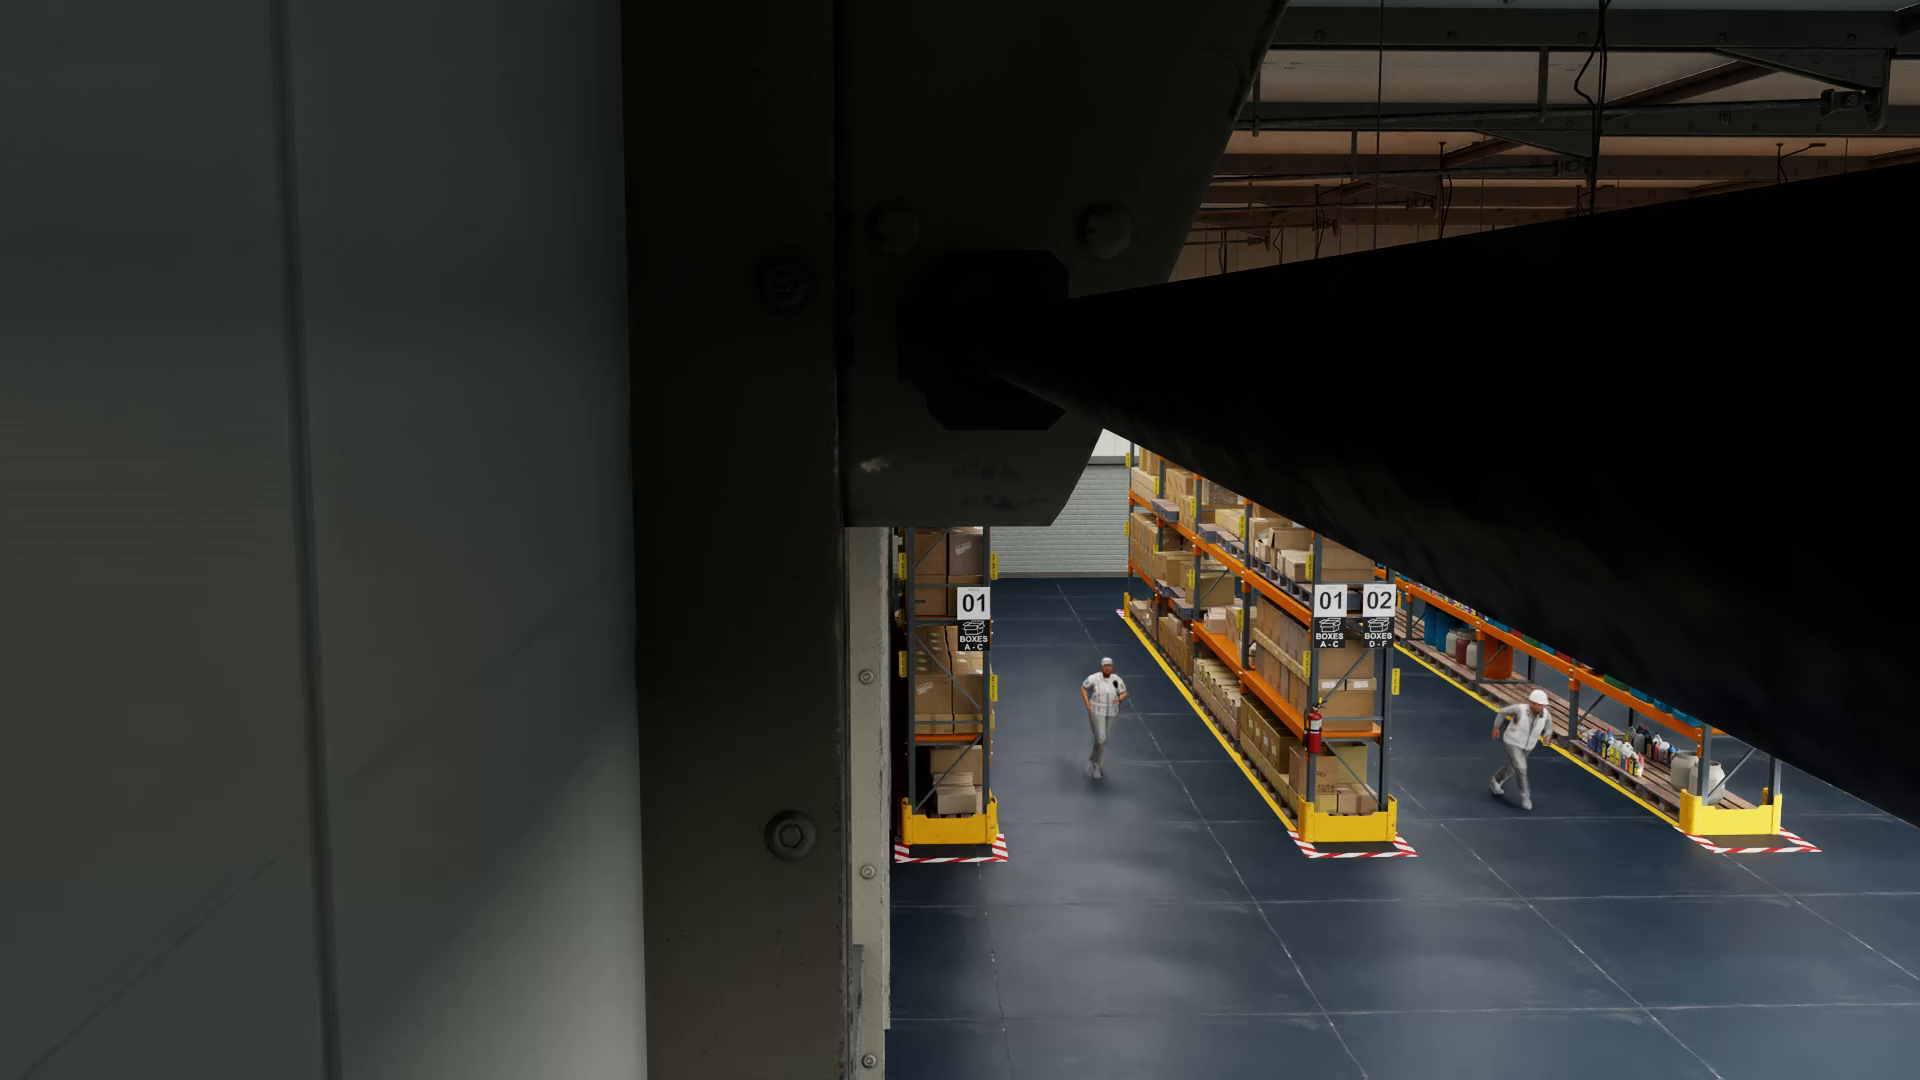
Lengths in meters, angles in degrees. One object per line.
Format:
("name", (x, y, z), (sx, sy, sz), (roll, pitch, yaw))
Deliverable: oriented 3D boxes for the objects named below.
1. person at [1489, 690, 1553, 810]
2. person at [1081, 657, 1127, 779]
("person", (7.433, 2.701, 22.058), (0.657, 1.596, 1.101), (-2, 8, -13))
("person", (2.060, 2.505, 23.607), (0.612, 1.729, 0.649), (-2, 8, -15))
